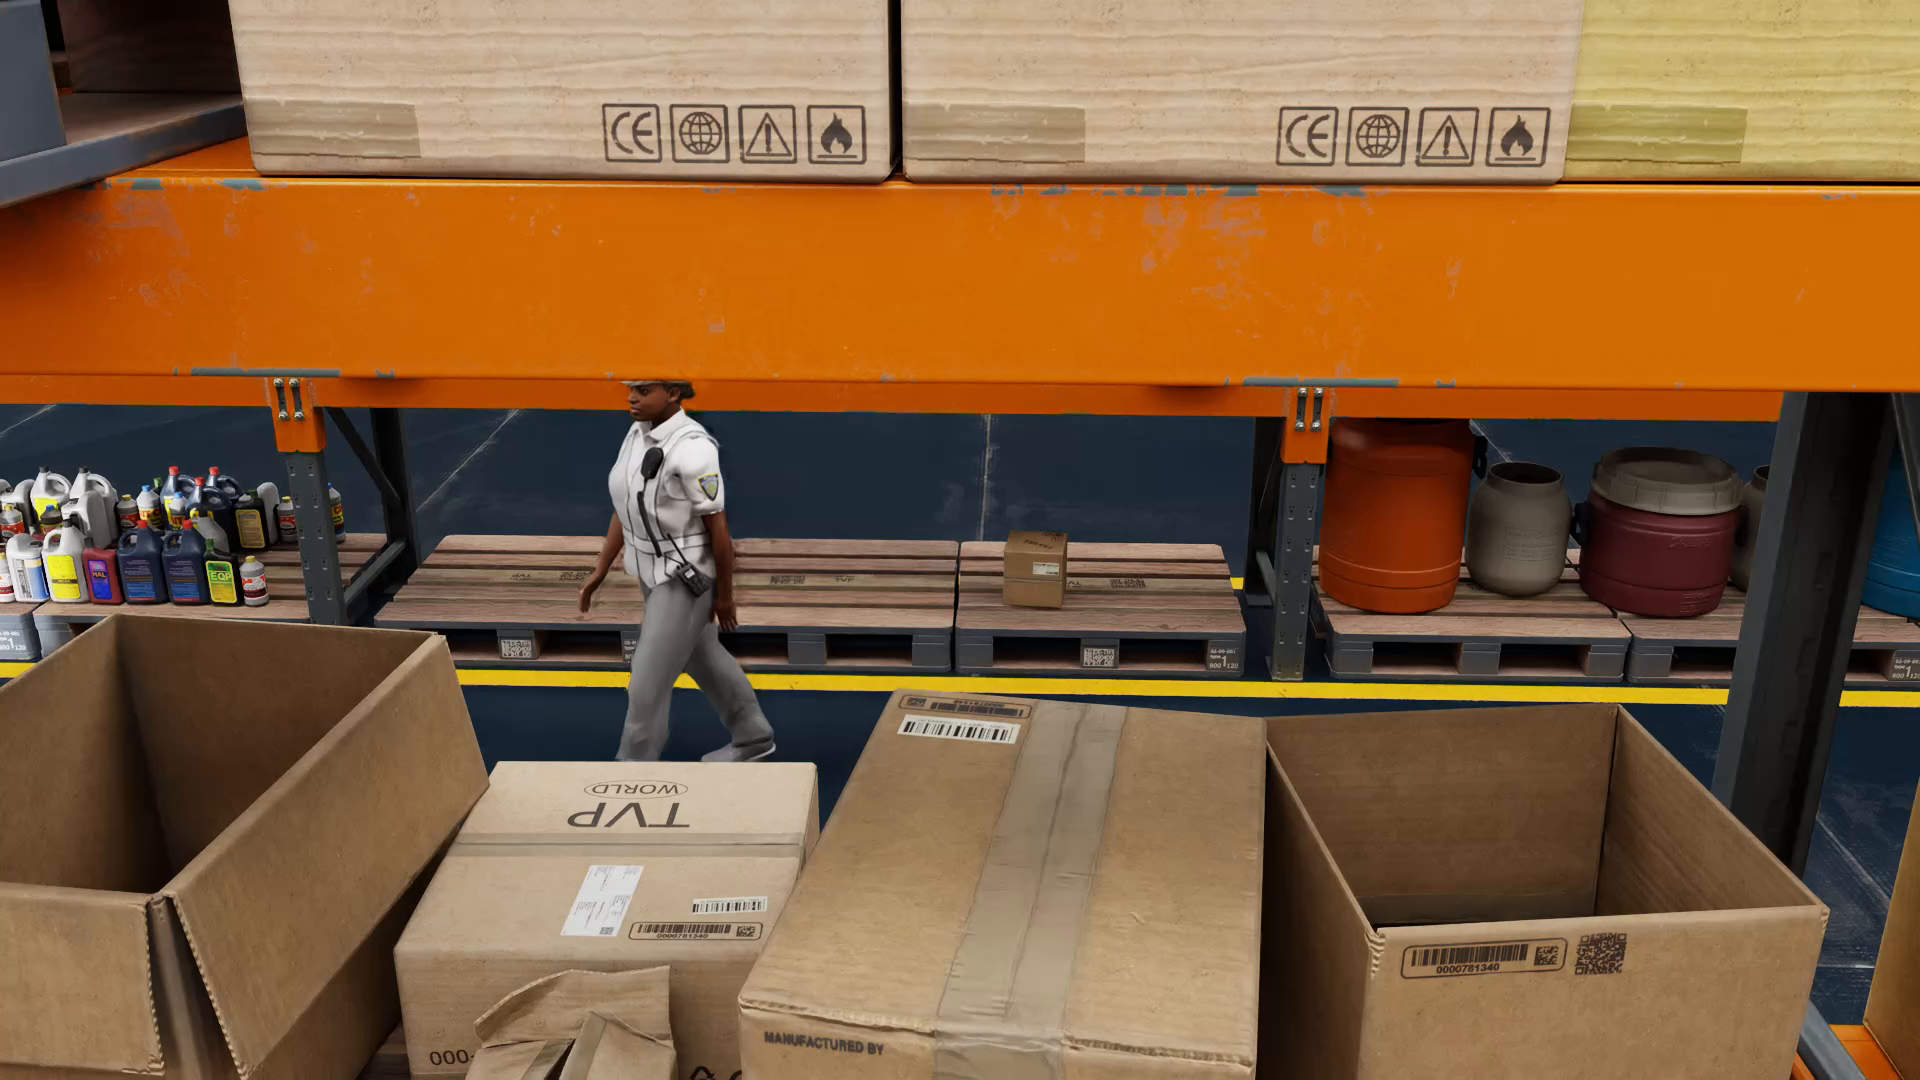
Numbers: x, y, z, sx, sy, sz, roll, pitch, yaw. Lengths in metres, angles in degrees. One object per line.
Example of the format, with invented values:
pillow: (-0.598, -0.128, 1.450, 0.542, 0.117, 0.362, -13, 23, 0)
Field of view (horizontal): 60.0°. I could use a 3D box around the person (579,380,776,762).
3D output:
person: (-1.044, 0.142, 5.647, 0.902, 1.664, 0.460, -14, 25, -33)
